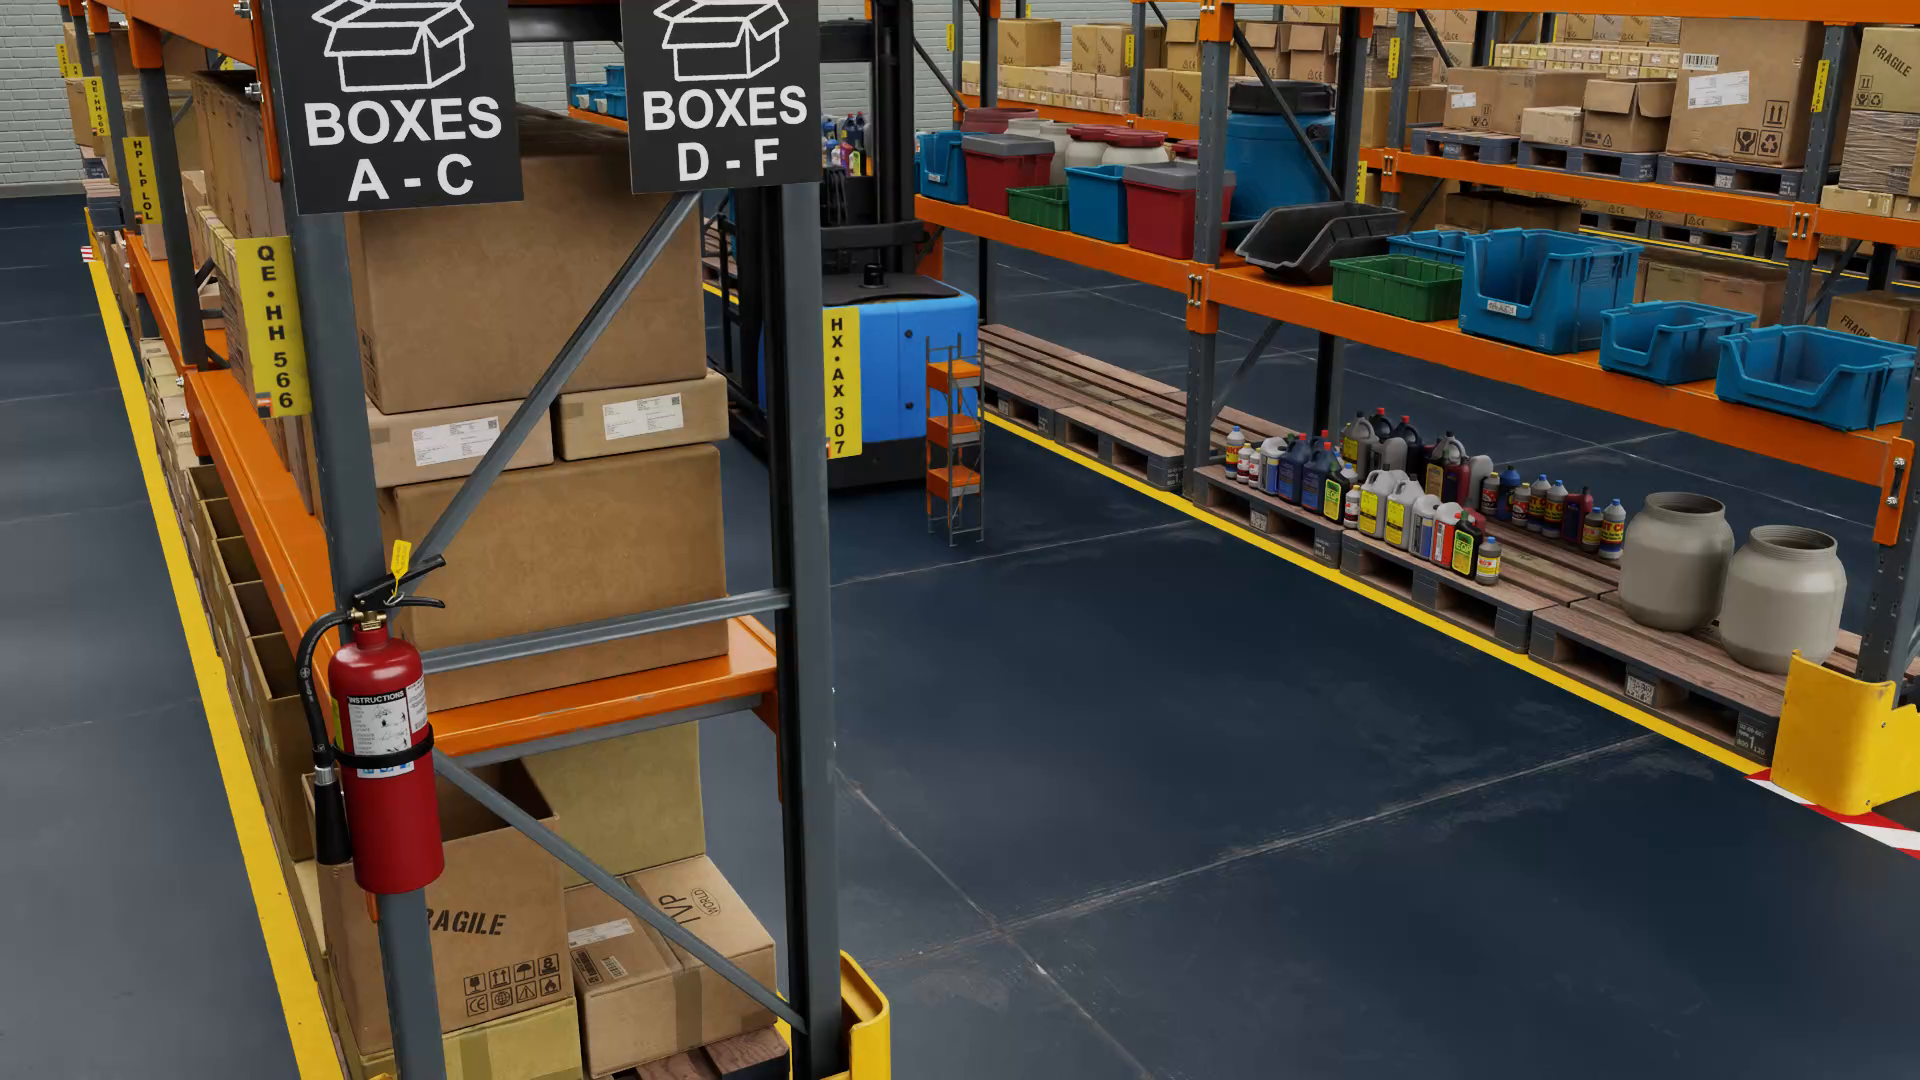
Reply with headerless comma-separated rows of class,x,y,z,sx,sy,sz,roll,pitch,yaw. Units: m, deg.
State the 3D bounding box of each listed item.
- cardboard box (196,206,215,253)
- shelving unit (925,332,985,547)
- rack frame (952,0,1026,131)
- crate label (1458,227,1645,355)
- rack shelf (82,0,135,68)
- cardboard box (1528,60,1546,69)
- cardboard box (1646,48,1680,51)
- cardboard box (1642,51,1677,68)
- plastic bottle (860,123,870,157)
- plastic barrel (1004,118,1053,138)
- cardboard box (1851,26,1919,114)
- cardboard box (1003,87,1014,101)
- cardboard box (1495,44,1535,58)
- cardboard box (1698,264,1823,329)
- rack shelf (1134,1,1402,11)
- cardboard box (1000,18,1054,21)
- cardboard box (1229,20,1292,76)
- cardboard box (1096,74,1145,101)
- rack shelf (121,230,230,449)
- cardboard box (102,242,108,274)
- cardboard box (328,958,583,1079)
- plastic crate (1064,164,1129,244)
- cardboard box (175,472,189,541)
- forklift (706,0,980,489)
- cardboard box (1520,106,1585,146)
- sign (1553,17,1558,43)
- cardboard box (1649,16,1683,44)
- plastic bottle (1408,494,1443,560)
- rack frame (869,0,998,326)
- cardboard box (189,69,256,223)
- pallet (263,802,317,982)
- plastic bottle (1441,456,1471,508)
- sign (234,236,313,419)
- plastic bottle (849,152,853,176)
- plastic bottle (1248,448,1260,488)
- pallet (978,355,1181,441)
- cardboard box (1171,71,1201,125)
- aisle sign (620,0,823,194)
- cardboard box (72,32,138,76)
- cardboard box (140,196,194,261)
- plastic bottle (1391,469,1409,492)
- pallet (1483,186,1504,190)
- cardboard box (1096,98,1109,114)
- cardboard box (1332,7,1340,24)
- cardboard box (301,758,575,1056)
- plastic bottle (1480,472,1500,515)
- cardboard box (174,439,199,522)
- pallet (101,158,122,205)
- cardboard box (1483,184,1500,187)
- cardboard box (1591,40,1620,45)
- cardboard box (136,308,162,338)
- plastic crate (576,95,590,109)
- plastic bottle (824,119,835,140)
cardboard box,-2.692,-1.198,6.356,0.380,0.149,0.250,-10,21,-27
shelving unit,-0.025,-0.512,8.505,0.215,1.050,0.252,-10,21,-27
rack frame,0.372,-5.929,21.216,1.000,3.000,0.127,-10,21,-27
crate label,2.499,-1.072,7.086,0.502,0.435,0.616,-10,21,-27
rack shelf,-3.599,-2.603,8.081,1.077,0.370,4.000,-10,21,-27
cardboard box,6.715,-5.408,18.991,0.380,0.149,0.250,-9,21,-25
cardboard box,7.794,-5.345,18.351,0.380,0.149,0.250,-10,22,-27
cardboard box,7.467,-5.096,17.632,0.380,0.149,0.250,-10,21,-27
plastic bottle,-0.768,-3.379,14.016,0.152,0.276,0.135,-10,21,-27
plastic barrel,0.488,-2.656,11.559,0.421,0.512,0.421,0,19,0
cardboard box,6.060,-2.976,10.516,0.500,0.500,0.500,-10,21,-27
cardboard box,0.740,-5.363,19.959,0.380,0.149,0.250,-10,22,-28
cardboard box,6.467,-5.697,19.372,0.380,0.149,0.250,-9,21,-24
cardboard box,5.798,-1.690,12.089,0.700,0.500,0.500,-12,22,-31
rack shelf,3.221,-5.285,15.852,1.077,0.370,4.000,-10,21,-27
cardboard box,0.835,-6.254,20.782,0.500,0.500,0.500,-10,21,-26
cardboard box,2.898,-4.921,16.604,0.797,0.503,0.637,-10,21,-26
cardboard box,1.831,-4.937,18.113,0.500,0.250,0.500,-10,22,-28
rack shelf,-3.599,-1.185,8.570,1.077,0.370,4.000,-10,21,-27
cardboard box,-7.325,-2.519,14.782,0.500,0.311,0.500,-10,21,-27
cardboard box,-1.265,1.190,4.155,0.500,0.250,0.500,-10,21,-27
plastic crate,0.914,-1.978,9.790,0.392,0.384,0.575,-10,21,-27
cardboard box,-3.584,-0.216,8.231,0.500,0.250,0.500,-9,21,-25
forklift,-0.921,-2.107,10.245,1.130,2.935,3.031,-8,21,-22
cardboard box,4.764,-3.244,13.019,0.500,0.250,0.500,-11,22,-28
sign,7.171,-6.154,20.094,0.100,0.325,0.005,-10,21,-27
cardboard box,10.042,-7.220,23.271,0.500,0.500,0.500,-10,21,-26
plastic bottle,2.191,-0.065,7.723,0.152,0.276,0.135,-11,22,-28
rack frame,-0.188,-2.865,12.337,1.000,3.000,0.127,-10,21,-27
cardboard box,-2.433,-1.485,6.195,0.700,0.500,0.500,-10,21,-26
pallet,-1.726,0.953,5.547,1.003,0.211,1.213,-10,21,-27
plastic bottle,2.496,-0.289,8.361,0.061,0.283,0.133,-10,21,-27
sign,-1.234,-0.382,3.002,0.100,0.325,0.005,-10,21,-27
plastic bottle,-0.794,-2.858,12.619,0.097,0.201,0.097,0,19,0
plastic bottle,1.573,-0.385,8.763,0.097,0.201,0.097,0,19,0
pallet,0.721,-0.969,11.116,1.003,0.211,1.213,-10,21,-27
cardboard box,2.509,-4.513,16.959,0.500,0.500,0.500,-10,21,-27
aisle sign,-0.449,-1.060,3.120,0.394,0.787,0.004,-10,21,-27
cardboard box,-6.916,-3.873,13.569,0.500,0.500,0.500,-10,21,-26
cardboard box,-4.295,-1.770,9.300,0.500,0.311,0.500,-10,22,-27
plastic bottle,2.139,-0.196,8.101,0.152,0.276,0.135,-10,21,-27
pallet,6.334,-4.389,21.028,1.003,0.211,1.213,-10,21,-27
cardboard box,1.716,-4.773,18.250,0.380,0.149,0.250,-10,21,-26
cardboard box,5.237,-6.862,21.778,0.500,0.500,0.500,-11,22,-28
cardboard box,-1.267,0.836,4.031,0.500,0.500,0.500,-10,21,-27
plastic bottle,2.669,-0.237,8.336,0.097,0.201,0.097,0,19,0
cardboard box,-3.347,-0.335,7.716,0.500,0.311,0.500,-9,21,-25
pallet,-5.477,-2.566,11.764,1.003,0.211,1.213,-10,21,-27
cardboard box,6.794,-4.525,20.874,0.380,0.149,0.250,-11,22,-29
cardboard box,9.559,-7.039,24.280,0.500,0.500,0.500,-10,21,-27
cardboard box,-5.200,-1.358,11.125,0.500,0.500,0.500,-9,21,-25
plastic crate,-4.080,-4.839,18.368,0.250,0.136,0.298,-10,21,-27
plastic bottle,-1.130,-3.510,14.403,0.097,0.271,0.097,0,19,0
